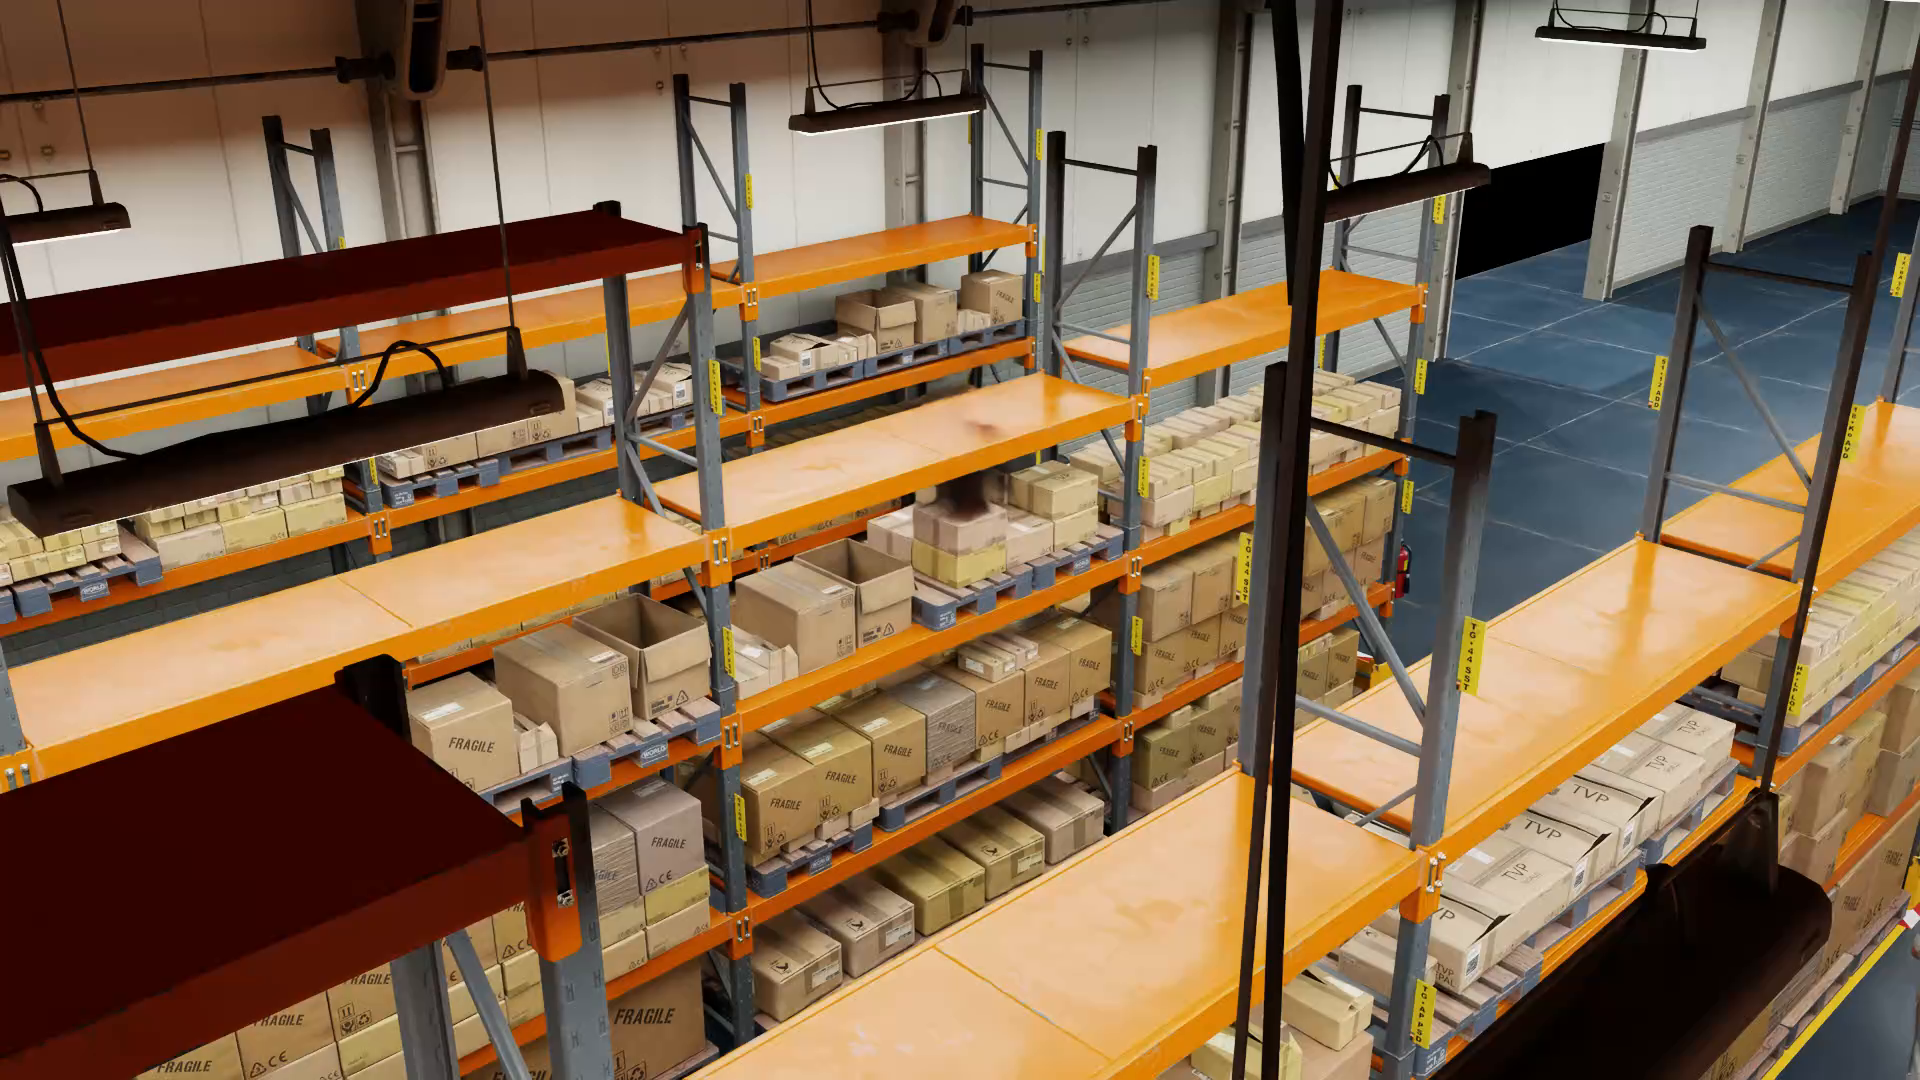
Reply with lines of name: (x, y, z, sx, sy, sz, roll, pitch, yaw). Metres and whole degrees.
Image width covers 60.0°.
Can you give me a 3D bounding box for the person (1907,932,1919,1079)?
person: (6.660, 3.080, 11.202, 0.552, 1.639, 0.613, 16, 27, 33)
